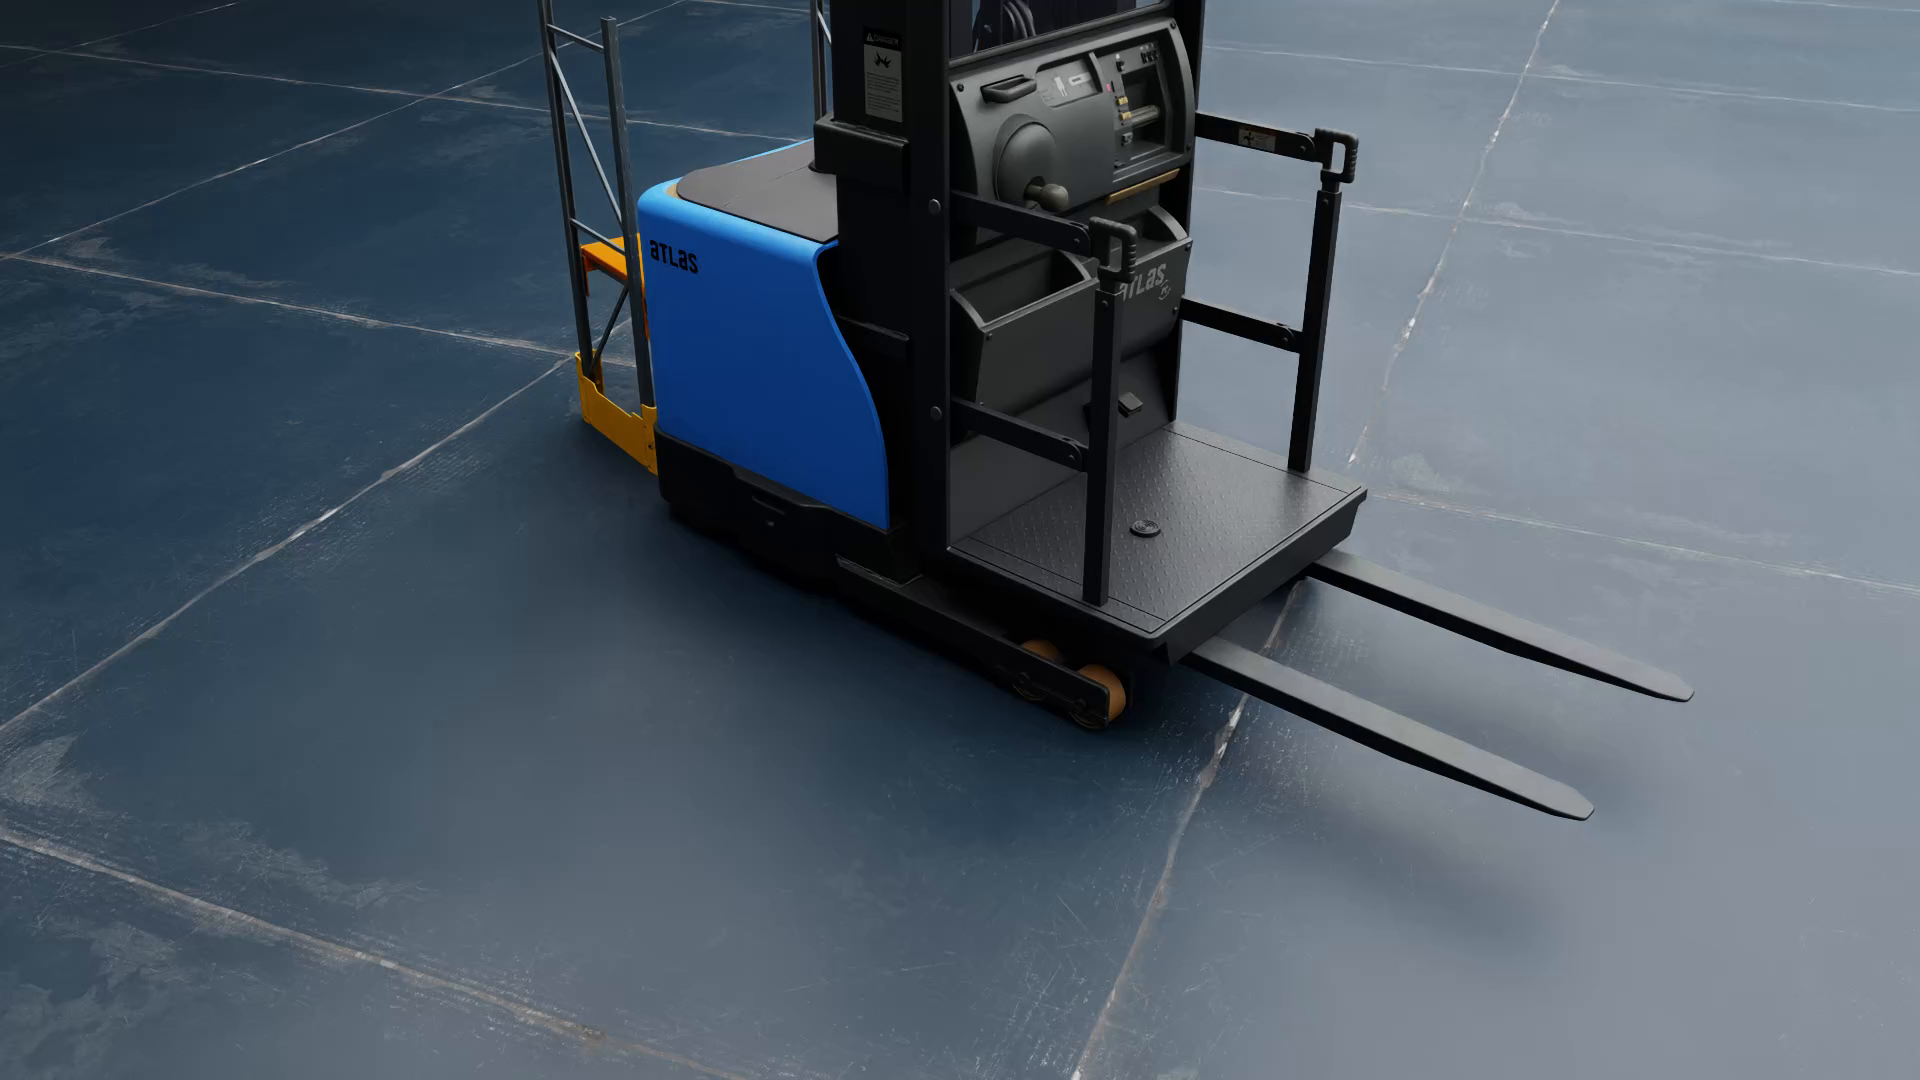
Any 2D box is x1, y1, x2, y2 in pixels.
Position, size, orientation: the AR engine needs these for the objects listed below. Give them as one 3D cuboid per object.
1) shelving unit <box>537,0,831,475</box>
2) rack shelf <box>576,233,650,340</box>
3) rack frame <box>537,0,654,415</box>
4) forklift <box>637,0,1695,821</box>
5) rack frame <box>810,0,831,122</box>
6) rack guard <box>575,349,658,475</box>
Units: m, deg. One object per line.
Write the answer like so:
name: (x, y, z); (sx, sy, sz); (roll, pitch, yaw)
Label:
shelving unit: (-0.769, -1.142, 5.746); (1.083, 1.500, 0.587); (-20, 35, -31)
rack shelf: (-0.777, -0.983, 5.830); (1.000, 0.185, 0.538); (-20, 35, -31)
rack frame: (-1.184, -0.989, 5.476); (0.032, 1.500, 0.500); (-20, 35, -31)
forklift: (0.470, -1.074, 4.171); (3.031, 2.935, 1.130); (23, 37, 35)
rack frame: (-0.370, -1.289, 6.007); (0.032, 1.500, 0.500); (-20, 35, -31)
rack guard: (-1.168, -0.451, 5.794); (0.087, 0.250, 0.587); (-20, 35, -31)
